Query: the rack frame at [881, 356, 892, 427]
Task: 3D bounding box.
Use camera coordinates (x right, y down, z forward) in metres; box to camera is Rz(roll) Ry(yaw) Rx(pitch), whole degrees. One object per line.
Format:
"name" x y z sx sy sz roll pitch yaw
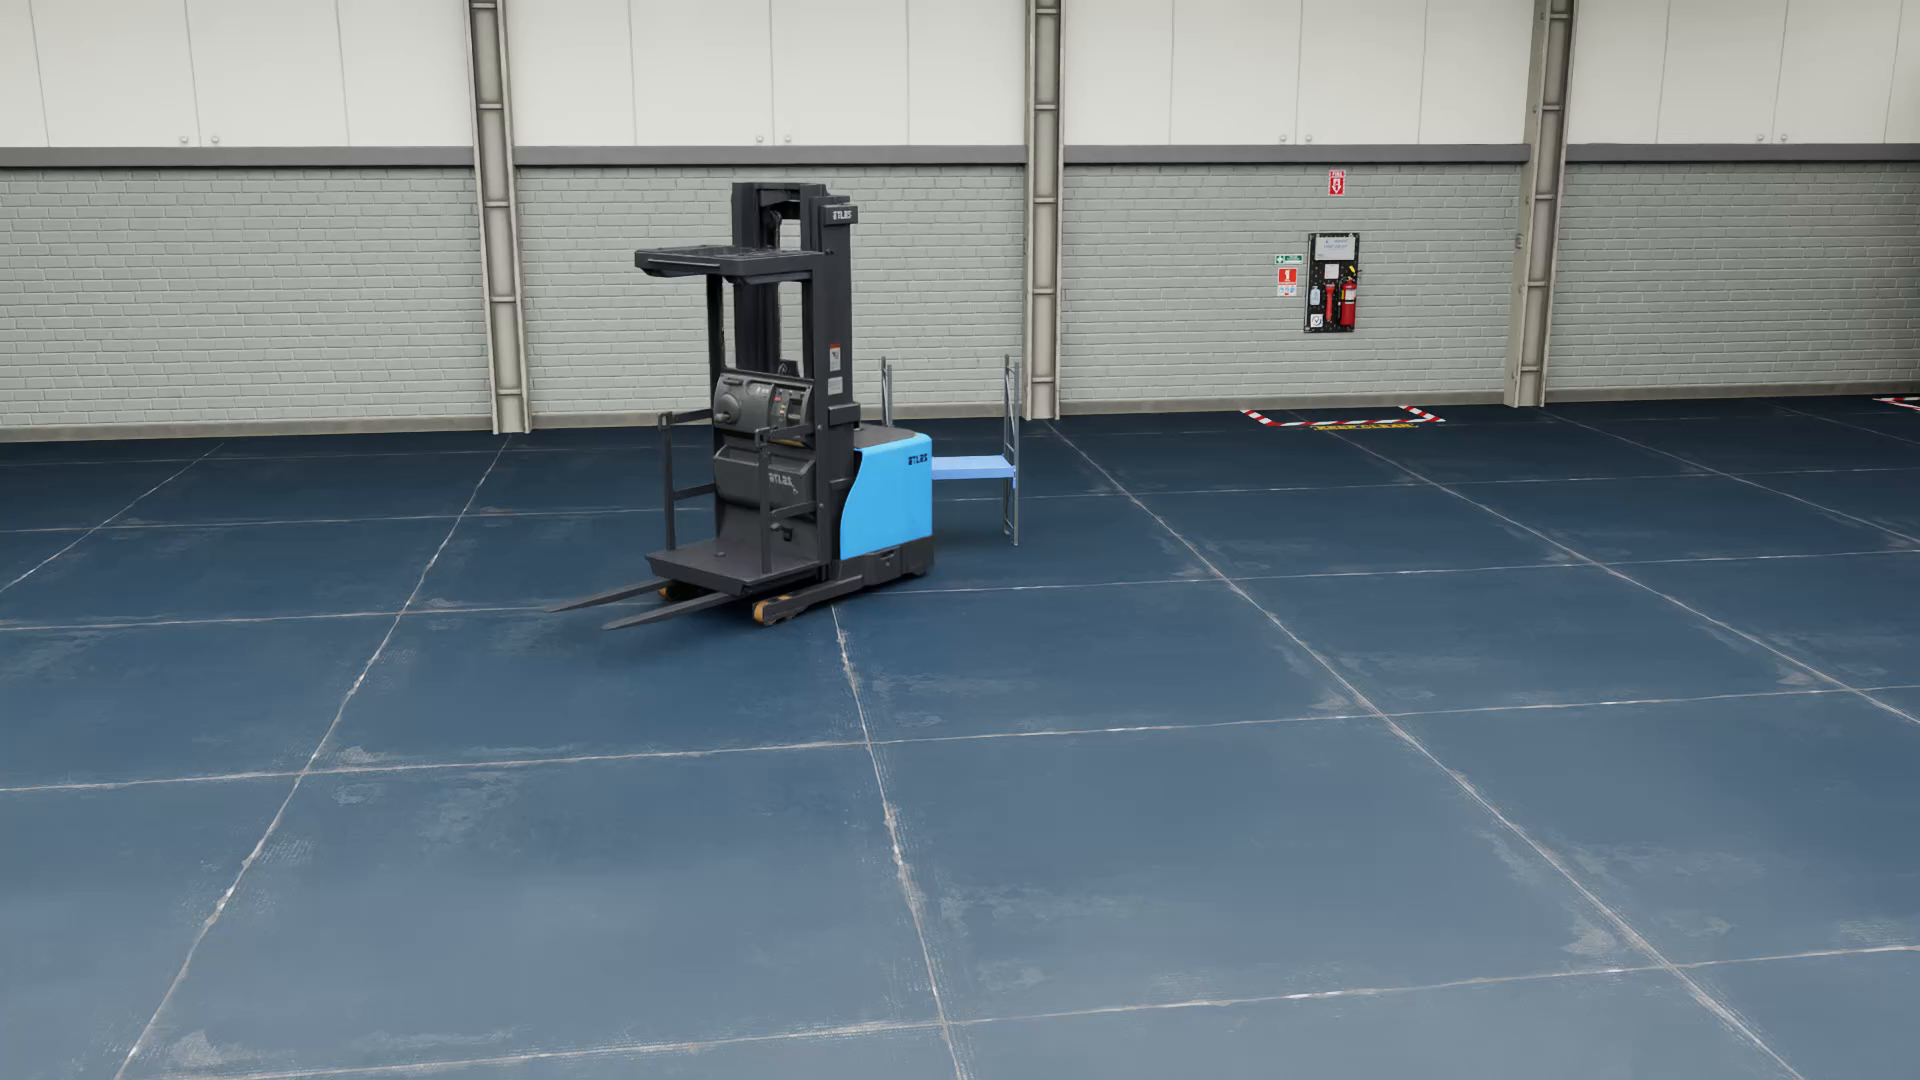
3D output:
"rack frame" -0.587 -0.706 13.454 0.032 1.500 0.500 -2 14 -8

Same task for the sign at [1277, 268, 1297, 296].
"sign" 3.863 -3.046 19.629 0.234 0.329 0.001 -2 14 -8

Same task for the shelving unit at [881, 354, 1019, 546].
"shelving unit" -0.084 -0.724 13.527 1.048 1.500 0.538 -2 14 -8

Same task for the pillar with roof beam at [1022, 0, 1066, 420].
"pillar with roof beam" 1.583 -4.761 14.209 0.400 9.000 9.100 -2 14 -8

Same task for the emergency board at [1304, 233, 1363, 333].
"emergency board" 4.425 -3.024 19.614 0.643 1.169 0.194 -2 14 -8

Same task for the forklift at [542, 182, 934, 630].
"forklift" -1.529 -0.972 11.574 1.130 2.935 3.031 12 18 39

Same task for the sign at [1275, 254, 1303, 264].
"sign" 3.869 -3.301 19.556 0.331 0.109 0.001 -2 14 -8

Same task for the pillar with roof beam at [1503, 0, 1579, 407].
"pillar with roof beam" 7.516 -4.979 15.076 0.400 9.000 9.100 -2 14 -8

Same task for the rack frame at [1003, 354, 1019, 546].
"rack frame" 0.418 -0.743 13.601 0.032 1.500 0.500 -2 14 -8

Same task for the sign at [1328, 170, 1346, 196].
"sign" 4.402 -4.172 19.427 0.199 0.298 0.001 -2 14 -8

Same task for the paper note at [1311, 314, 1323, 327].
"paper note" 4.240 -2.607 19.762 0.142 0.148 0.016 -2 14 -8

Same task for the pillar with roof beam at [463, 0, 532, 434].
"pillar with roof beam" -4.350 -4.544 13.342 0.400 9.000 9.100 -2 14 -8

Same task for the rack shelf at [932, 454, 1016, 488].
"rack shelf" -0.084 -0.550 13.571 1.000 0.185 0.538 -2 14 -8
